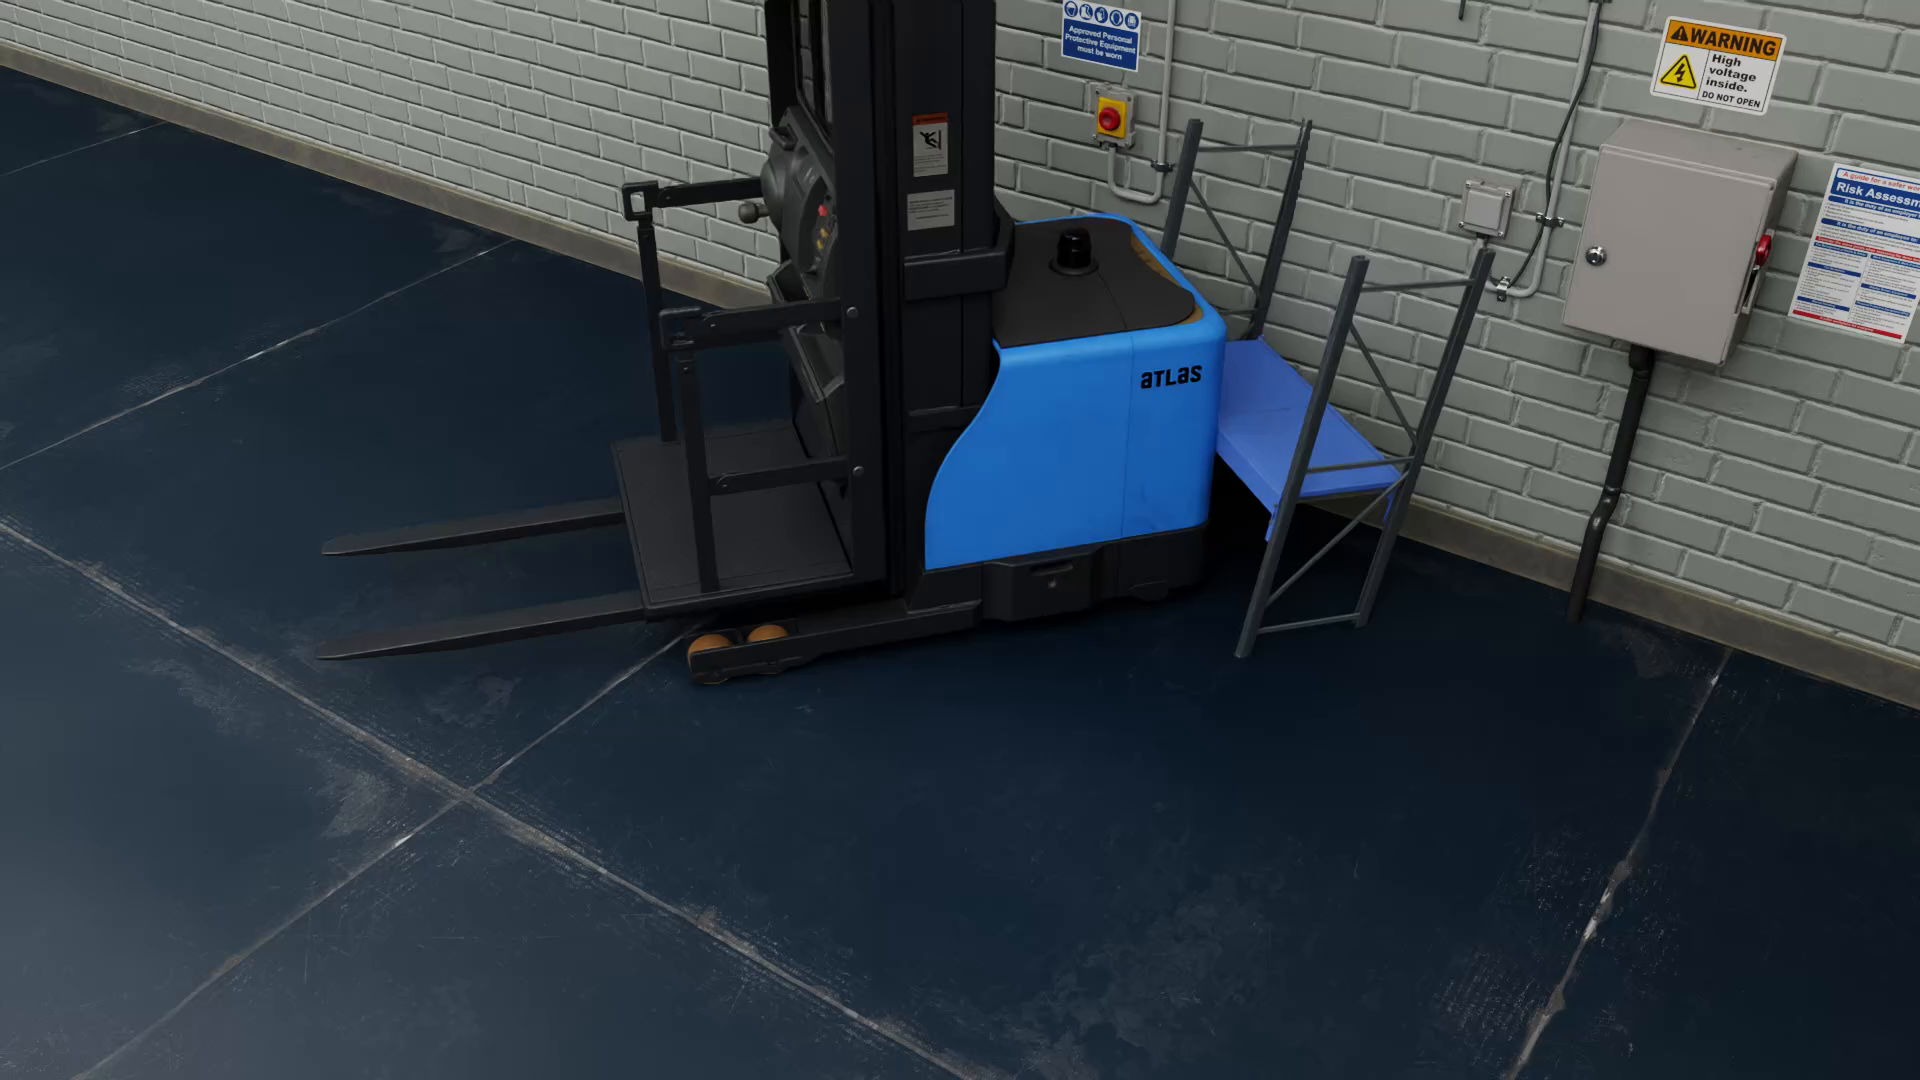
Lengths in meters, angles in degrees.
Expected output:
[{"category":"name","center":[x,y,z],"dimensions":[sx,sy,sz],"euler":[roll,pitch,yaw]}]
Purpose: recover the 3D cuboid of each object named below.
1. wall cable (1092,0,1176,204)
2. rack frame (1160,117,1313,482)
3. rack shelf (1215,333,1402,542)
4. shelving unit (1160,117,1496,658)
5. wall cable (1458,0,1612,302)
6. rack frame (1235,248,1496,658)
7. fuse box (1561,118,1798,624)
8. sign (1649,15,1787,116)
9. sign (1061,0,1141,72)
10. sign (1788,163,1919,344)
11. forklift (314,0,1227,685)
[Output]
[{"category":"wall cable","center":[0.515,-2.116,5.767],"dimensions":[0.585,1.953,0.123],"euler":[21,39,28]},{"category":"rack frame","center":[0.902,-0.821,6.077],"dimensions":[0.500,1.500,0.032],"euler":[-7,38,-22]},{"category":"rack shelf","center":[1.064,-0.383,5.808],"dimensions":[0.538,0.185,1.000],"euler":[-7,38,-22]},{"category":"shelving unit","center":[1.088,-0.529,5.706],"dimensions":[0.538,1.500,1.048],"euler":[-7,38,-22]},{"category":"wall cable","center":[1.687,-1.656,5.114],"dimensions":[0.588,1.984,0.122],"euler":[21,39,28]},{"category":"rack frame","center":[1.274,-0.236,5.334],"dimensions":[0.500,1.500,0.032],"euler":[-7,38,-22]},{"category":"fuse box","center":[2.158,-0.411,5.330],"dimensions":[0.539,1.711,0.414],"euler":[21,39,28]},{"category":"sign","center":[2.230,-1.399,4.904],"dimensions":[0.339,0.242,0.001],"euler":[21,39,28]},{"category":"sign","center":[0.510,-1.838,6.049],"dimensions":[0.327,0.218,0.001],"euler":[21,39,28]},{"category":"sign","center":[2.681,-0.842,4.903],"dimensions":[0.329,0.494,0.001],"euler":[21,39,28]},{"category":"forklift","center":[-0.688,-1.062,5.205],"dimensions":[3.031,2.935,1.130],"euler":[-9,35,-13]}]
